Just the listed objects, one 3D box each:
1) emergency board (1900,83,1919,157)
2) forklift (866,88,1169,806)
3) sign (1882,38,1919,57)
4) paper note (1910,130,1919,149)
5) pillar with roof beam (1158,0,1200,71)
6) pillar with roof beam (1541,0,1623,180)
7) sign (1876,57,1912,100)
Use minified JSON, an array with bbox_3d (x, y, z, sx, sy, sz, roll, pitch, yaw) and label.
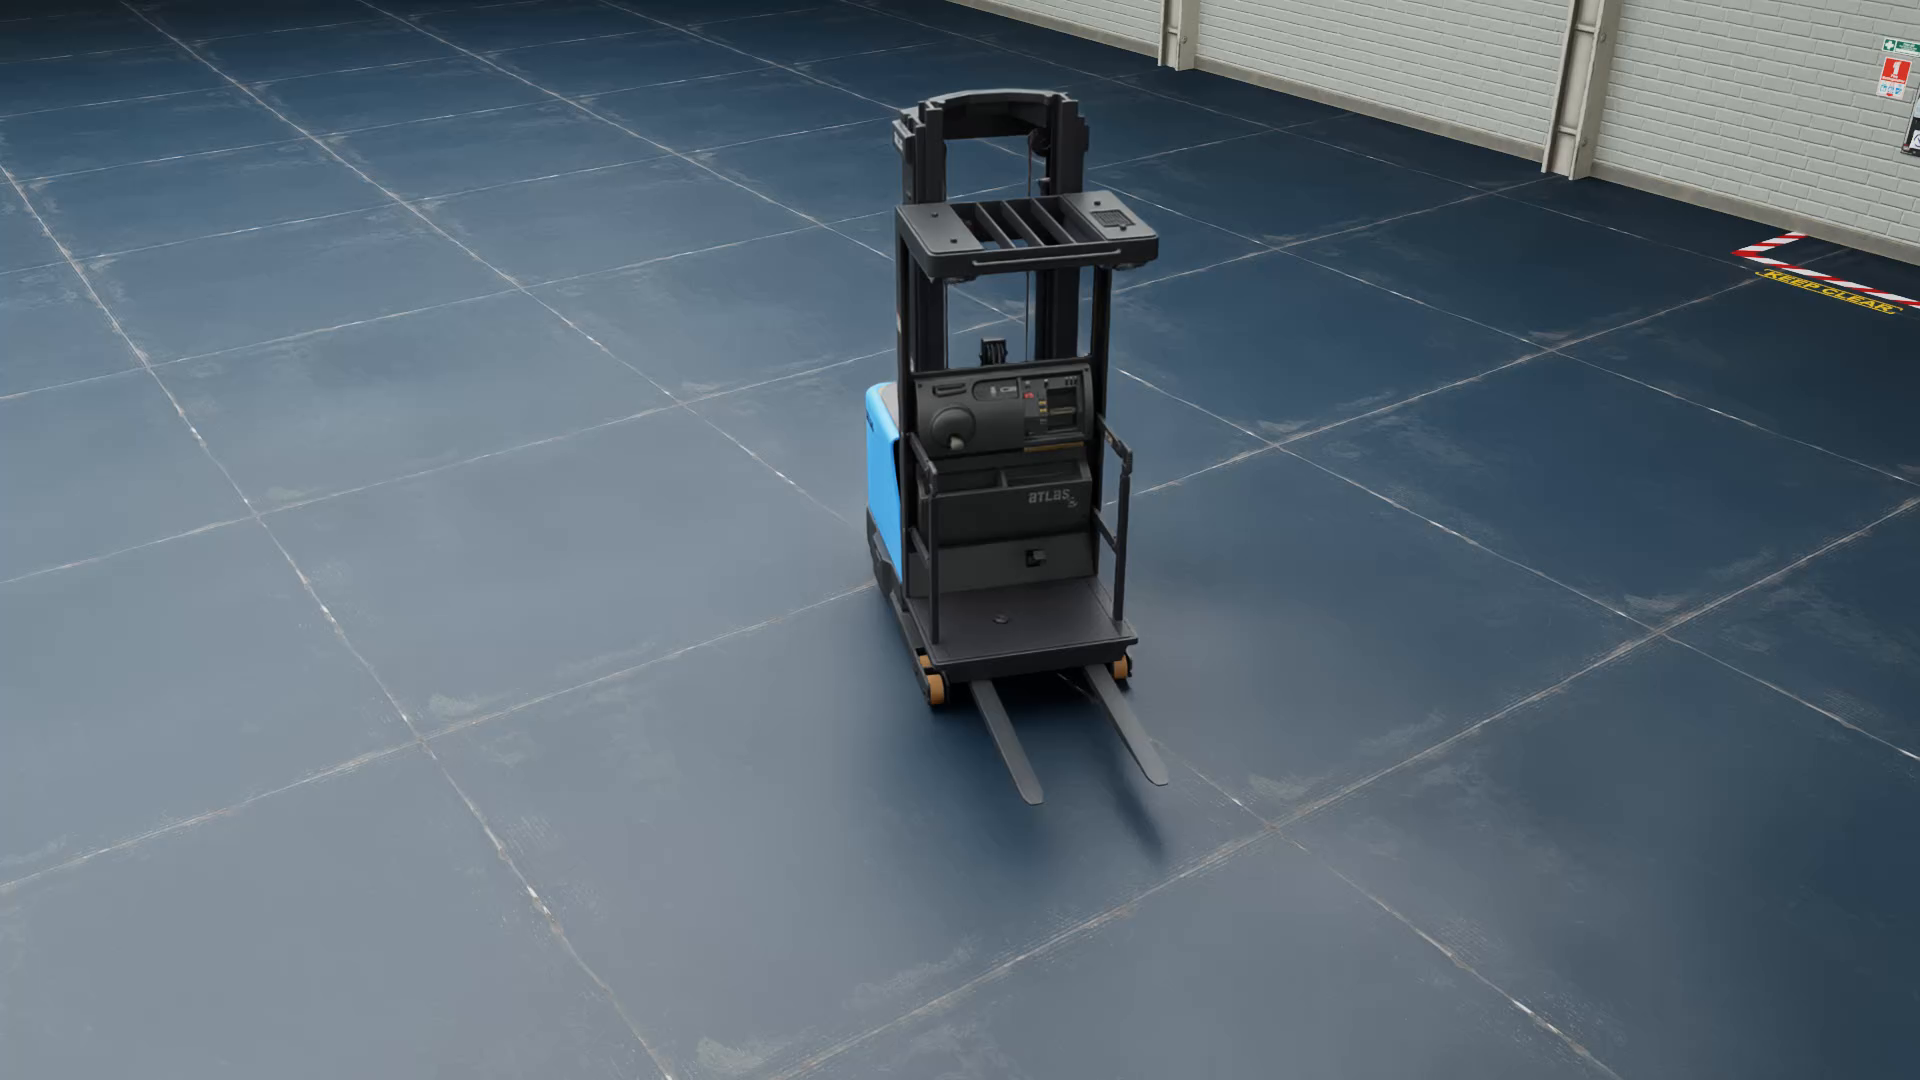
[{"bbox_3d":[8.374,-3.769,14.046,0.157,1.169,0.626,-19,34,-31],"label":"emergency board"},{"bbox_3d":[0.284,-0.627,8.333,1.130,2.935,3.031,-7,29,-12],"label":"forklift"},{"bbox_3d":[8.123,-4.248,14.336,0.001,0.109,0.331,-19,34,-31],"label":"sign"},{"bbox_3d":[8.318,-3.461,14.403,0.016,0.148,0.142,-19,34,-31],"label":"paper note"},{"bbox_3d":[-0.701,-8.899,17.206,9.100,9.000,0.400,-19,34,-31],"label":"pillar with roof beam"},{"bbox_3d":[2.779,-6.566,12.911,9.100,9.000,0.400,-19,34,-31],"label":"pillar with roof beam"},{"bbox_3d":[8.127,-4.019,14.471,0.001,0.329,0.234,-19,34,-31],"label":"sign"}]
